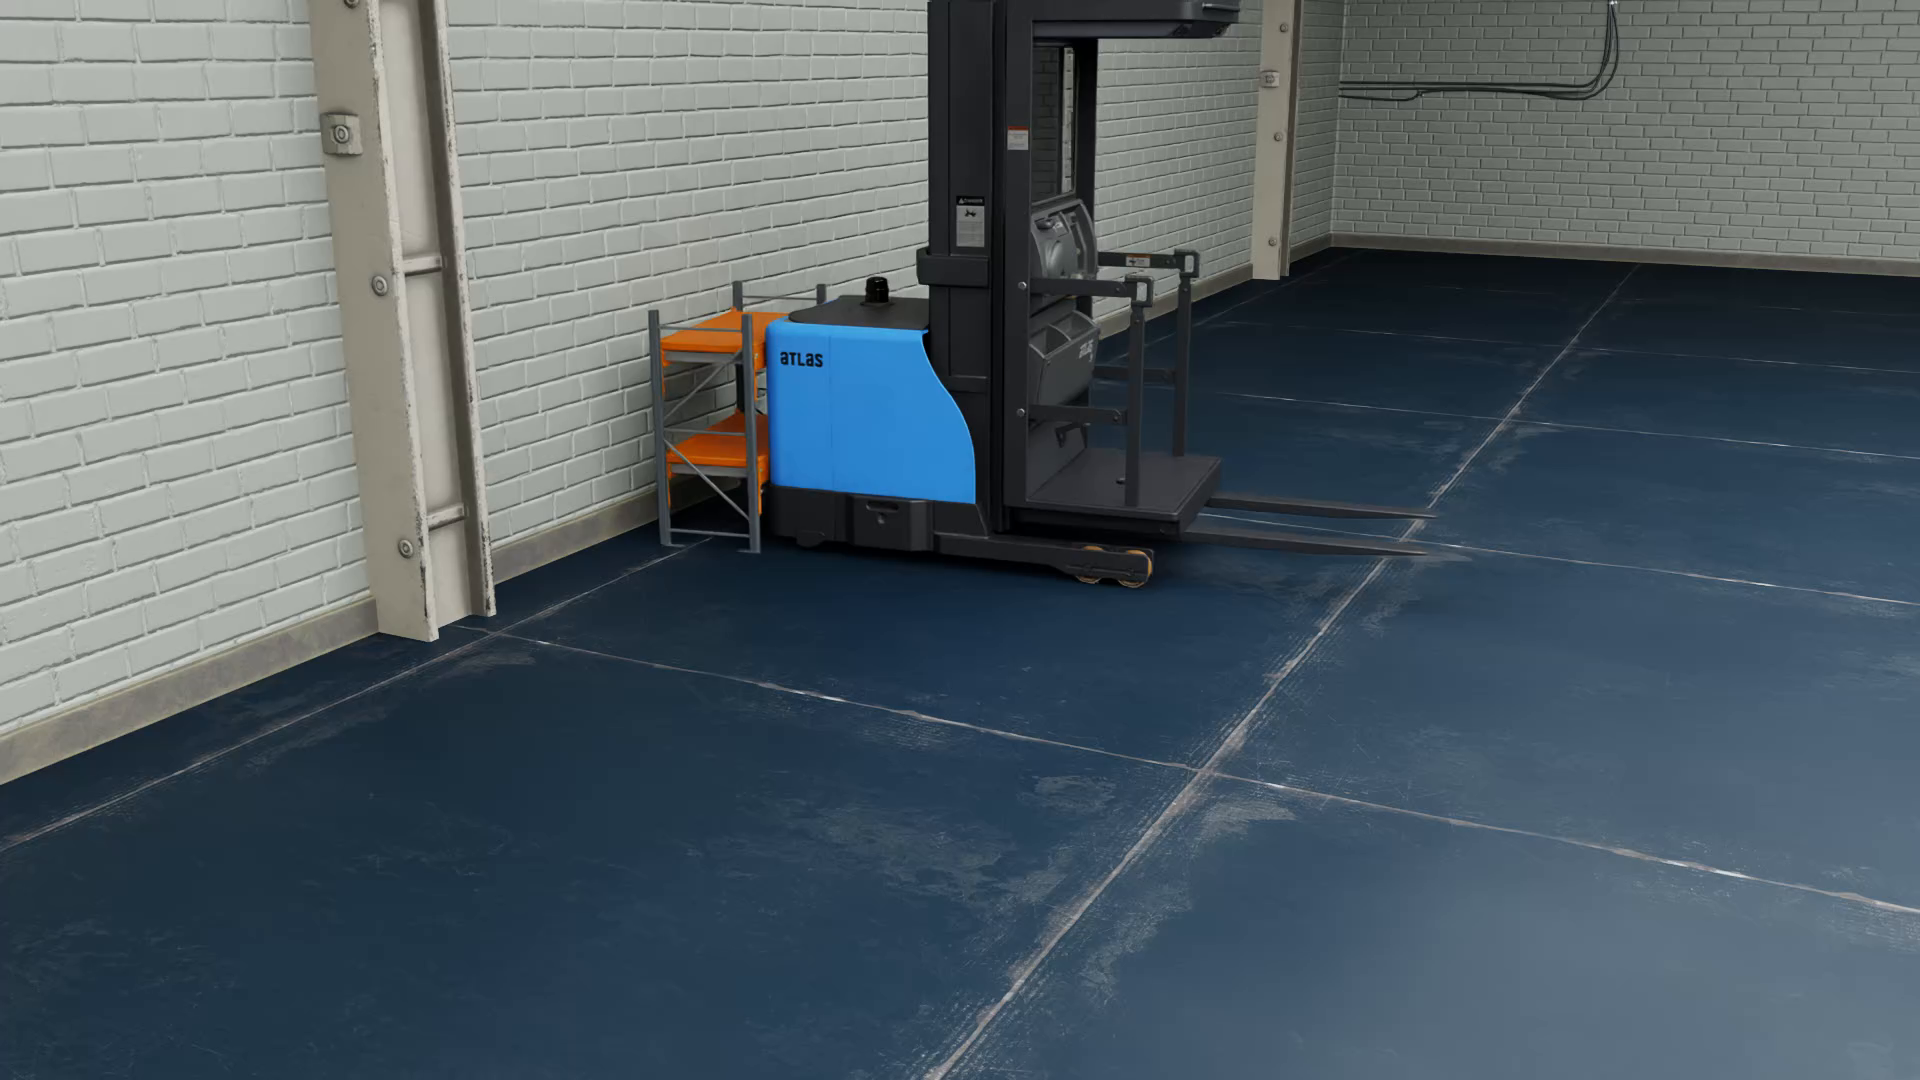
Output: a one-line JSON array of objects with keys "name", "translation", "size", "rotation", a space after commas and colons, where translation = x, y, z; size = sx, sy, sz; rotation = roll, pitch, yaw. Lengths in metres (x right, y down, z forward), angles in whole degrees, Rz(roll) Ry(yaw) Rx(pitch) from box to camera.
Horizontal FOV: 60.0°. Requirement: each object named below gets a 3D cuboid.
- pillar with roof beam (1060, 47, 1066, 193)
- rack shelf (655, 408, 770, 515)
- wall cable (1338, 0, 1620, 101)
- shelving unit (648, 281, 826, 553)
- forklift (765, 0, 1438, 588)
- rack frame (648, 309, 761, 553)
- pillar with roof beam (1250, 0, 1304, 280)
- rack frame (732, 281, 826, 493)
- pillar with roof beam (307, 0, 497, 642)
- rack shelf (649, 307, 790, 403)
[{"name": "pillar with roof beam", "translation": [4.363, -4.956, 8.906], "size": [9.100, 9.000, 0.400], "rotation": [8, 18, 25]}, {"name": "rack shelf", "translation": [-1.055, -0.404, 8.267], "size": [0.538, 0.278, 1.000], "rotation": [4, 17, 14]}, {"name": "wall cable", "translation": [5.692, -6.126, 18.298], "size": [3.097, 2.526, 0.112], "rotation": [8, 18, 25]}, {"name": "shelving unit", "translation": [-1.055, -0.638, 8.198], "size": [0.538, 1.125, 1.048], "rotation": [4, 17, 14]}, {"name": "forklift", "translation": [0.661, -1.365, 7.471], "size": [3.031, 2.935, 1.130], "rotation": [6, 17, 18]}, {"name": "rack frame", "translation": [-1.184, -0.498, 7.726], "size": [0.500, 1.125, 0.032], "rotation": [4, 17, 14]}, {"name": "pillar with roof beam", "translation": [7.044, -6.485, 14.052], "size": [9.100, 9.000, 0.400], "rotation": [8, 18, 25]}, {"name": "rack frame", "translation": [-0.927, -0.778, 8.669], "size": [0.500, 1.125, 0.032], "rotation": [4, 17, 14]}, {"name": "pillar with roof beam", "translation": [1.682, -3.428, 3.761], "size": [9.100, 9.000, 0.400], "rotation": [8, 18, 25]}, {"name": "rack shelf", "translation": [-1.055, -0.919, 8.114], "size": [0.538, 0.278, 1.000], "rotation": [4, 17, 14]}]
